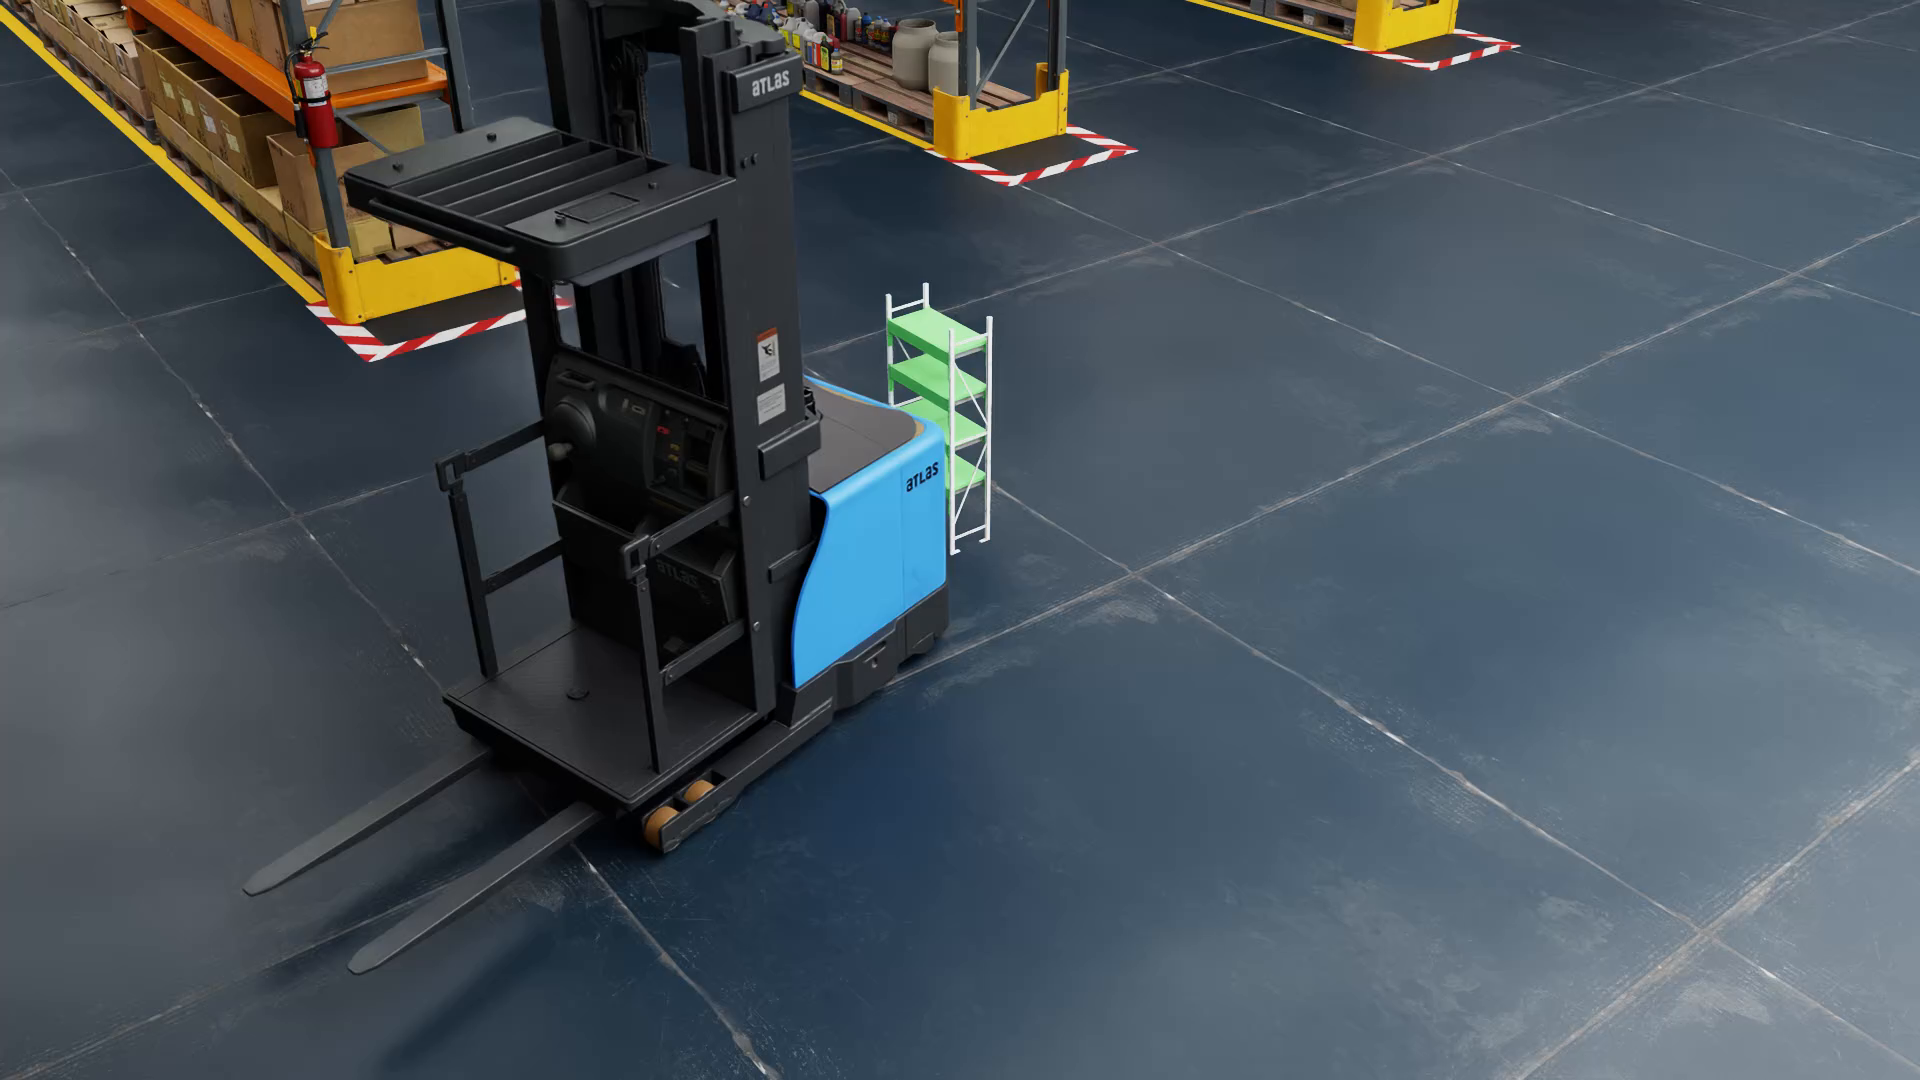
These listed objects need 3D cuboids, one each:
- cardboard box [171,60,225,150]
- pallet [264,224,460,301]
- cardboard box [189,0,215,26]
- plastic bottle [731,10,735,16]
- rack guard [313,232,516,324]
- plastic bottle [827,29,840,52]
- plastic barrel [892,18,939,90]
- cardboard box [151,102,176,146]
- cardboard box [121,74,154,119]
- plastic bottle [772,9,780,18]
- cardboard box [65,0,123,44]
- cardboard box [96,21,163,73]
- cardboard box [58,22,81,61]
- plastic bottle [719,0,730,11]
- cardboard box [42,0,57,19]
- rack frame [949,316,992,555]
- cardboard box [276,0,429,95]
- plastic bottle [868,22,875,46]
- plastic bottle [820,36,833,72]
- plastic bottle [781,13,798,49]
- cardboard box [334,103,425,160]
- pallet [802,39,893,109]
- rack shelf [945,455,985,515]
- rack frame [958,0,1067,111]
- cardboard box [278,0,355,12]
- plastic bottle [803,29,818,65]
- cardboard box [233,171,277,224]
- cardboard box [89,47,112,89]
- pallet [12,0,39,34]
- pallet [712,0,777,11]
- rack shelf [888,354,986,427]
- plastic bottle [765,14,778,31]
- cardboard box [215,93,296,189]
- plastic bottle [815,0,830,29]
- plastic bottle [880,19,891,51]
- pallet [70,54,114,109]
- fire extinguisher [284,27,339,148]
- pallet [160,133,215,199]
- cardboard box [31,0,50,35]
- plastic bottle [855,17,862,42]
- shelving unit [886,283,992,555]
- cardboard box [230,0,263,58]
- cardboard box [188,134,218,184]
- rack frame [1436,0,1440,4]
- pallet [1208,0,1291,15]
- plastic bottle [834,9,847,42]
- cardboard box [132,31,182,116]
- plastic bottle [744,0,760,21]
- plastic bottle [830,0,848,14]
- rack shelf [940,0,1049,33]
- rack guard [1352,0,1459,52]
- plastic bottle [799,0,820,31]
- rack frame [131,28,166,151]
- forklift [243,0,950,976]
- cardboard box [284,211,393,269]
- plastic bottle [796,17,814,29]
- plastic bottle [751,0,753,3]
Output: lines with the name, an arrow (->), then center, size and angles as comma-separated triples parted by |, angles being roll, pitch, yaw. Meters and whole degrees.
cardboard box -> -5.302, -3.167, 12.003 | 0.500, 0.500, 0.500 | -22, 38, -31
pallet -> -4.002, -2.003, 11.274 | 1.003, 0.211, 1.213 | -22, 38, -31
cardboard box -> -5.042, -3.980, 11.721 | 0.700, 0.500, 0.500 | -22, 38, -31
plastic bottle -> -2.063, -4.789, 15.353 | 0.097, 0.201, 0.097 | 0, 32, 0
rack guard -> -3.485, -1.810, 10.690 | 1.175, 0.500, 0.348 | -22, 38, -31
plastic bottle -> -1.106, -4.288, 14.469 | 0.061, 0.283, 0.133 | -22, 38, -31
plastic barrel -> -0.356, -4.063, 13.909 | 0.421, 0.512, 0.421 | 0, 32, 0
cardboard box -> -5.907, -3.268, 12.877 | 0.500, 0.250, 0.500 | -22, 38, -31
cardboard box -> -6.436, -3.638, 13.473 | 0.500, 0.250, 0.500 | -23, 38, -32
plastic bottle -> -1.686, -4.686, 15.121 | 0.097, 0.271, 0.097 | 0, 32, 0
cardboard box -> -7.361, -4.508, 14.341 | 0.500, 0.311, 0.500 | -23, 38, -32
cardboard box -> -6.751, -4.088, 13.666 | 0.500, 0.311, 0.500 | -21, 38, -30
cardboard box -> -7.684, -4.489, 14.843 | 0.500, 0.250, 0.500 | -23, 39, -33
plastic bottle -> -2.188, -4.903, 15.471 | 0.097, 0.271, 0.097 | 0, 32, 0
cardboard box -> -7.987, -4.935, 15.029 | 0.500, 0.311, 0.500 | -23, 39, -33
rack frame -> 0.048, -0.477, 7.881 | 0.240, 1.200, 0.015 | -22, 38, -31
cardboard box -> -3.776, -3.123, 10.341 | 0.700, 0.500, 0.500 | -22, 38, -31
plastic bottle -> -0.782, -4.563, 14.990 | 0.097, 0.201, 0.097 | 0, 32, 0
plastic bottle -> -1.143, -4.182, 14.298 | 0.061, 0.283, 0.133 | -21, 38, -30
plastic bottle -> -1.494, -4.485, 14.722 | 0.144, 0.351, 0.185 | -23, 38, -32
cardboard box -> -3.961, -2.714, 11.274 | 0.500, 0.500, 0.500 | -22, 38, -31
pallet -> -0.906, -4.163, 14.753 | 1.003, 0.211, 1.213 | -22, 38, -31
rack shelf -> -0.101, -0.321, 8.205 | 0.258, 0.148, 0.480 | -22, 38, -31
rack frame -> 0.416, -4.483, 12.625 | 1.000, 3.000, 0.127 | -22, 38, -31
cardboard box -> -3.884, -3.298, 10.007 | 0.380, 0.149, 0.250 | -23, 39, -32
plastic bottle -> -1.275, -4.308, 14.508 | 0.152, 0.276, 0.135 | -23, 39, -33
cardboard box -> -4.686, -2.432, 11.532 | 0.500, 0.250, 0.500 | -22, 38, -31
cardboard box -> -7.058, -4.063, 14.157 | 0.500, 0.250, 0.500 | -21, 38, -30
pallet -> -8.833, -5.355, 16.672 | 1.003, 0.211, 1.213 | -22, 38, -31
pallet -> -2.550, -5.280, 16.551 | 1.003, 0.211, 1.213 | -22, 38, -31
rack shelf -> -0.101, -0.728, 7.952 | 0.258, 0.148, 0.480 | -22, 38, -31
plastic bottle -> -1.686, -4.551, 14.893 | 0.061, 0.283, 0.133 | -20, 37, -29
cardboard box -> -4.688, -2.750, 11.332 | 0.500, 0.500, 0.500 | -22, 38, -31
plastic bottle -> -1.297, -4.956, 15.481 | 0.144, 0.351, 0.185 | -24, 39, -34
plastic bottle -> -0.660, -4.510, 14.838 | 0.097, 0.271, 0.097 | 0, 32, 0
pallet -> -7.187, -4.168, 14.760 | 1.003, 0.211, 1.213 | -22, 38, -31
fire extinguisher -> -3.794, -2.649, 9.746 | 0.296, 0.674, 0.183 | -22, 38, -31
pallet -> -5.498, -3.019, 12.911 | 1.003, 0.211, 1.213 | -22, 38, -31
cardboard box -> -8.316, -4.913, 15.526 | 0.500, 0.250, 0.500 | -22, 38, -32
plastic bottle -> -0.908, -4.649, 15.128 | 0.097, 0.201, 0.097 | 0, 32, 0
shelving unit -> -0.101, -0.579, 8.045 | 0.258, 1.200, 0.503 | -22, 38, -31
cardboard box -> -4.401, -3.549, 11.027 | 0.700, 0.500, 0.500 | -22, 38, -31
cardboard box -> -5.302, -2.848, 12.200 | 0.500, 0.250, 0.500 | -22, 38, -31
rack frame -> 4.328, -6.085, 15.205 | 1.000, 3.000, 0.127 | -22, 38, -31
pallet -> 3.067, -5.791, 17.373 | 1.003, 0.211, 1.213 | -22, 38, -31
plastic bottle -> -1.086, -4.690, 15.115 | 0.061, 0.283, 0.133 | -22, 38, -31
cardboard box -> -5.915, -3.583, 12.674 | 0.500, 0.500, 0.500 | -22, 38, -31
plastic bottle -> -1.870, -4.741, 15.134 | 0.144, 0.351, 0.185 | -21, 38, -30
plastic bottle -> -1.099, -4.822, 15.264 | 0.144, 0.351, 0.185 | -23, 38, -32
rack shelf -> -0.811, -5.011, 14.157 | 1.077, 0.370, 4.000 | -22, 38, -31
rack guard -> 4.281, -5.055, 15.915 | 1.175, 0.500, 0.348 | -22, 38, -31
plastic bottle -> -1.399, -4.866, 15.407 | 0.152, 0.276, 0.135 | -22, 38, -31
rack frame -> -5.952, -4.549, 12.731 | 1.000, 3.000, 0.127 | -22, 38, -31
forklift -> -1.342, -0.355, 6.044 | 1.130, 2.935, 3.031 | 22, 38, 31
cardboard box -> -4.062, -2.020, 10.868 | 0.500, 0.250, 0.500 | -22, 38, -31
plastic bottle -> -1.392, -4.512, 14.836 | 0.152, 0.276, 0.135 | -22, 38, -31
plastic bottle -> -1.885, -4.817, 15.321 | 0.061, 0.283, 0.133 | -22, 38, -31
